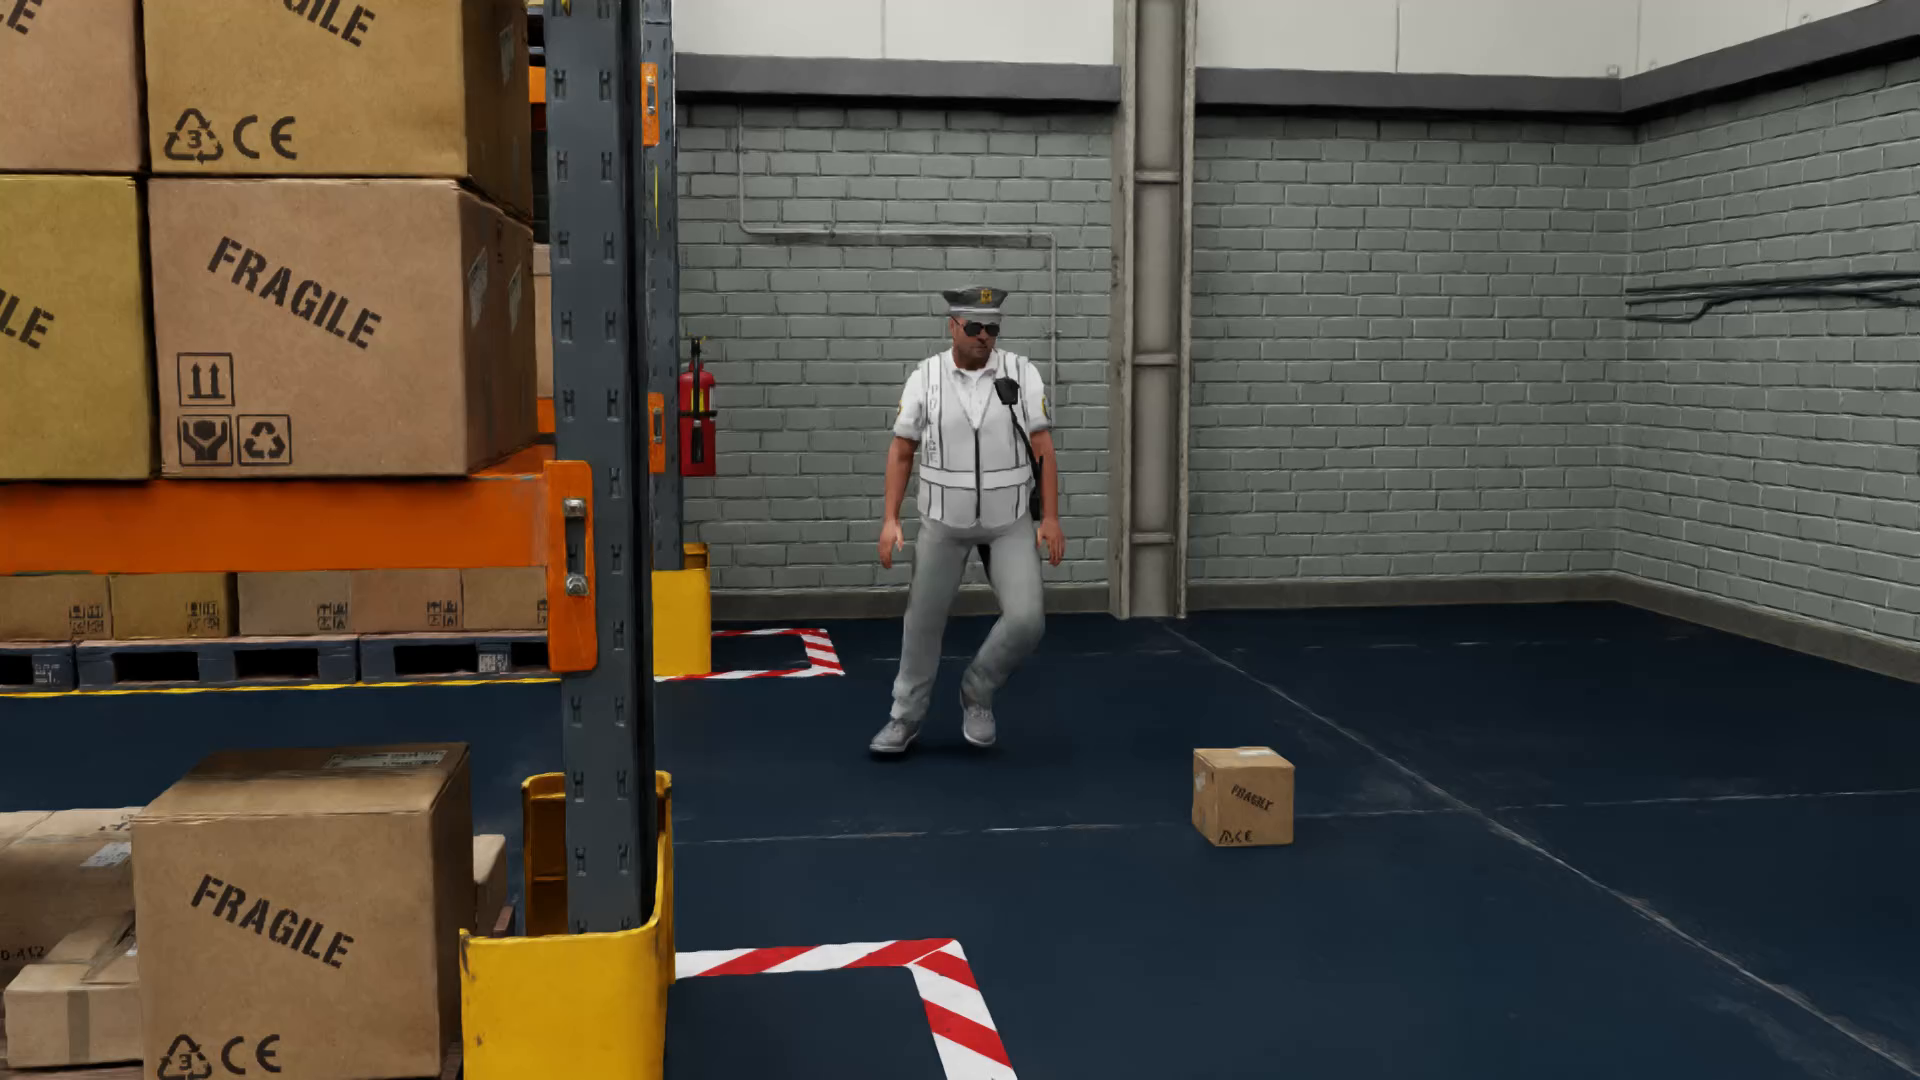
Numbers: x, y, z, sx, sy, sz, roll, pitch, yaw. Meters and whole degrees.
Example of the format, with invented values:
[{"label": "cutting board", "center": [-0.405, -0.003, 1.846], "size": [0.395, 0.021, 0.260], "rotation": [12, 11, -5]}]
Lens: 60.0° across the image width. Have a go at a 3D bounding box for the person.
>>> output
[{"label": "person", "center": [0.023, -0.070, 6.164], "size": [0.725, 1.730, 0.423], "rotation": [0, 6, -2]}]
